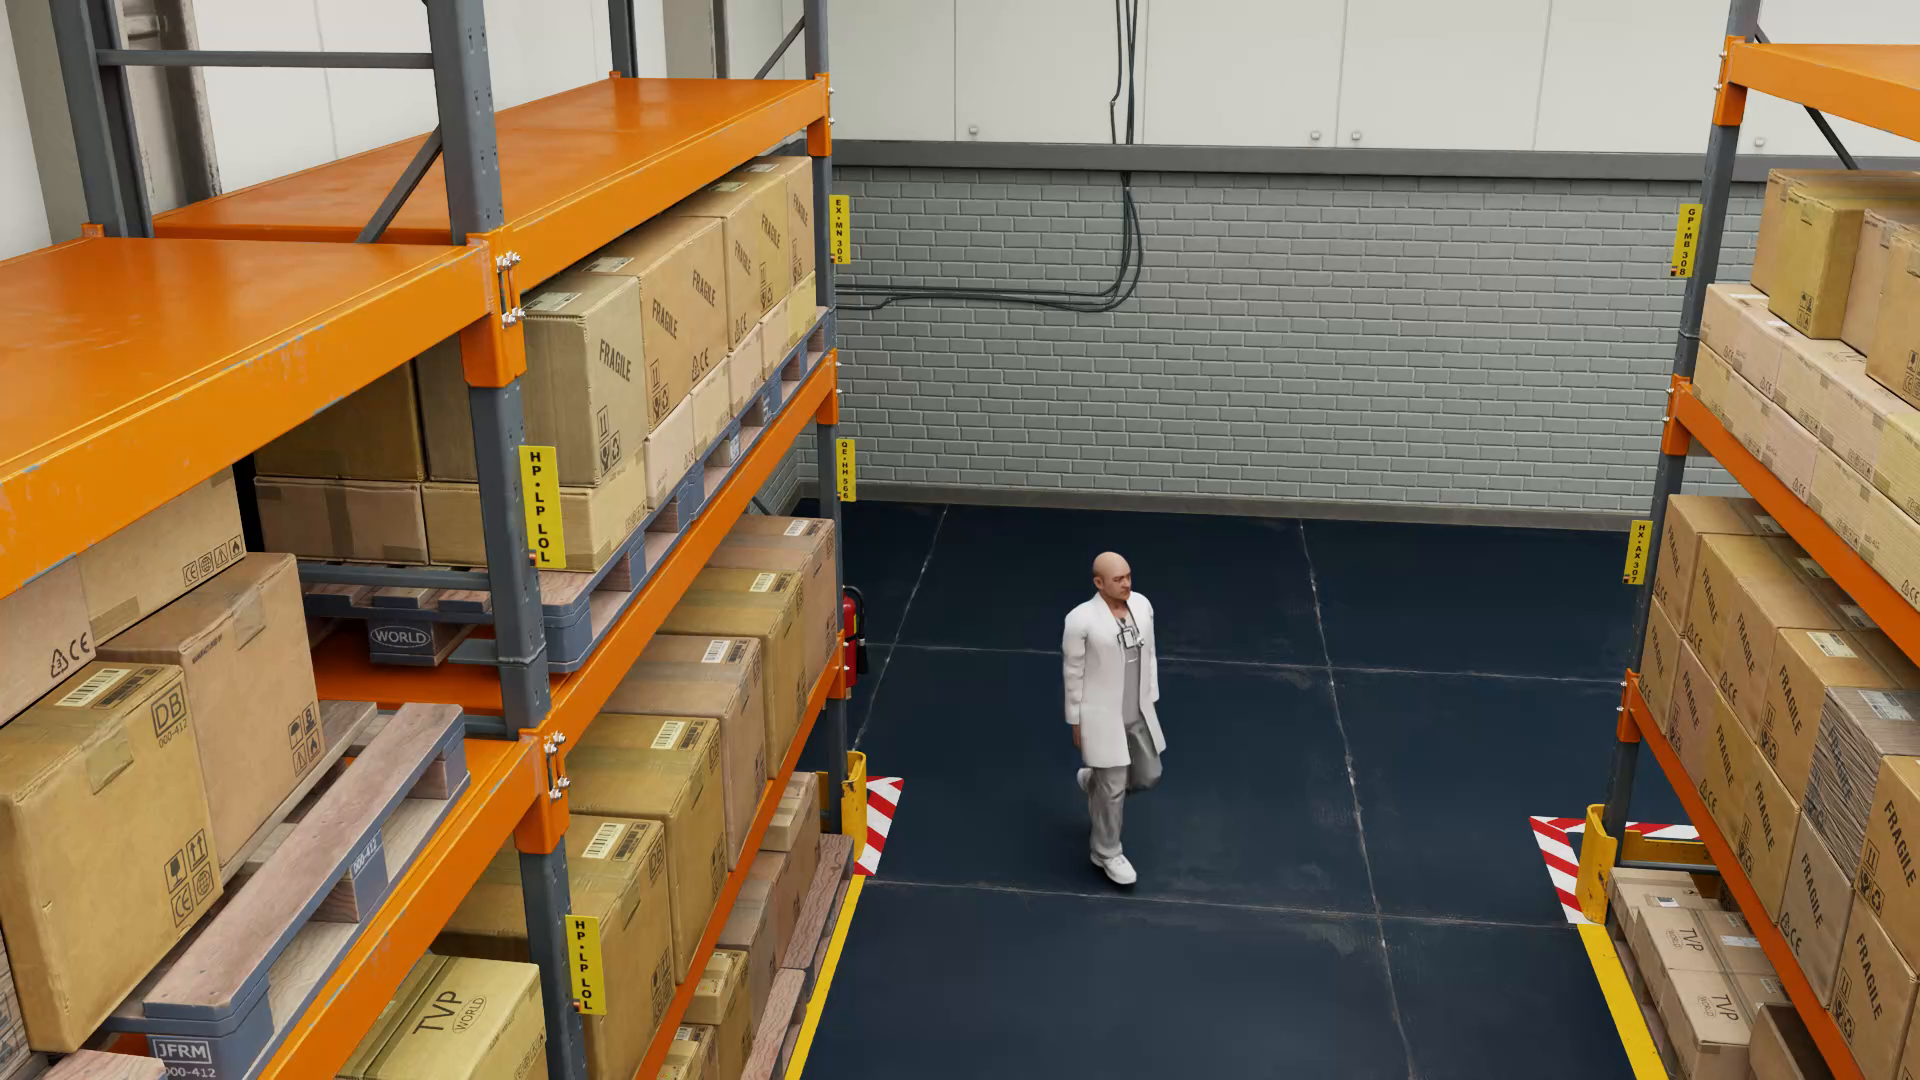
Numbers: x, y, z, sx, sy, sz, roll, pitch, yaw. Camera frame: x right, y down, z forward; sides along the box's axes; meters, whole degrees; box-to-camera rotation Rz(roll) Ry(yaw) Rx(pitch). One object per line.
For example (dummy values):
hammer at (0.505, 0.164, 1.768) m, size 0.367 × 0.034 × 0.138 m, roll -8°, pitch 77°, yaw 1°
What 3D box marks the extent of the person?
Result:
person at (0.788, 0.885, 8.727) m, size 0.567 × 1.762 × 0.698 m, roll -13°, pitch 24°, yaw -30°
